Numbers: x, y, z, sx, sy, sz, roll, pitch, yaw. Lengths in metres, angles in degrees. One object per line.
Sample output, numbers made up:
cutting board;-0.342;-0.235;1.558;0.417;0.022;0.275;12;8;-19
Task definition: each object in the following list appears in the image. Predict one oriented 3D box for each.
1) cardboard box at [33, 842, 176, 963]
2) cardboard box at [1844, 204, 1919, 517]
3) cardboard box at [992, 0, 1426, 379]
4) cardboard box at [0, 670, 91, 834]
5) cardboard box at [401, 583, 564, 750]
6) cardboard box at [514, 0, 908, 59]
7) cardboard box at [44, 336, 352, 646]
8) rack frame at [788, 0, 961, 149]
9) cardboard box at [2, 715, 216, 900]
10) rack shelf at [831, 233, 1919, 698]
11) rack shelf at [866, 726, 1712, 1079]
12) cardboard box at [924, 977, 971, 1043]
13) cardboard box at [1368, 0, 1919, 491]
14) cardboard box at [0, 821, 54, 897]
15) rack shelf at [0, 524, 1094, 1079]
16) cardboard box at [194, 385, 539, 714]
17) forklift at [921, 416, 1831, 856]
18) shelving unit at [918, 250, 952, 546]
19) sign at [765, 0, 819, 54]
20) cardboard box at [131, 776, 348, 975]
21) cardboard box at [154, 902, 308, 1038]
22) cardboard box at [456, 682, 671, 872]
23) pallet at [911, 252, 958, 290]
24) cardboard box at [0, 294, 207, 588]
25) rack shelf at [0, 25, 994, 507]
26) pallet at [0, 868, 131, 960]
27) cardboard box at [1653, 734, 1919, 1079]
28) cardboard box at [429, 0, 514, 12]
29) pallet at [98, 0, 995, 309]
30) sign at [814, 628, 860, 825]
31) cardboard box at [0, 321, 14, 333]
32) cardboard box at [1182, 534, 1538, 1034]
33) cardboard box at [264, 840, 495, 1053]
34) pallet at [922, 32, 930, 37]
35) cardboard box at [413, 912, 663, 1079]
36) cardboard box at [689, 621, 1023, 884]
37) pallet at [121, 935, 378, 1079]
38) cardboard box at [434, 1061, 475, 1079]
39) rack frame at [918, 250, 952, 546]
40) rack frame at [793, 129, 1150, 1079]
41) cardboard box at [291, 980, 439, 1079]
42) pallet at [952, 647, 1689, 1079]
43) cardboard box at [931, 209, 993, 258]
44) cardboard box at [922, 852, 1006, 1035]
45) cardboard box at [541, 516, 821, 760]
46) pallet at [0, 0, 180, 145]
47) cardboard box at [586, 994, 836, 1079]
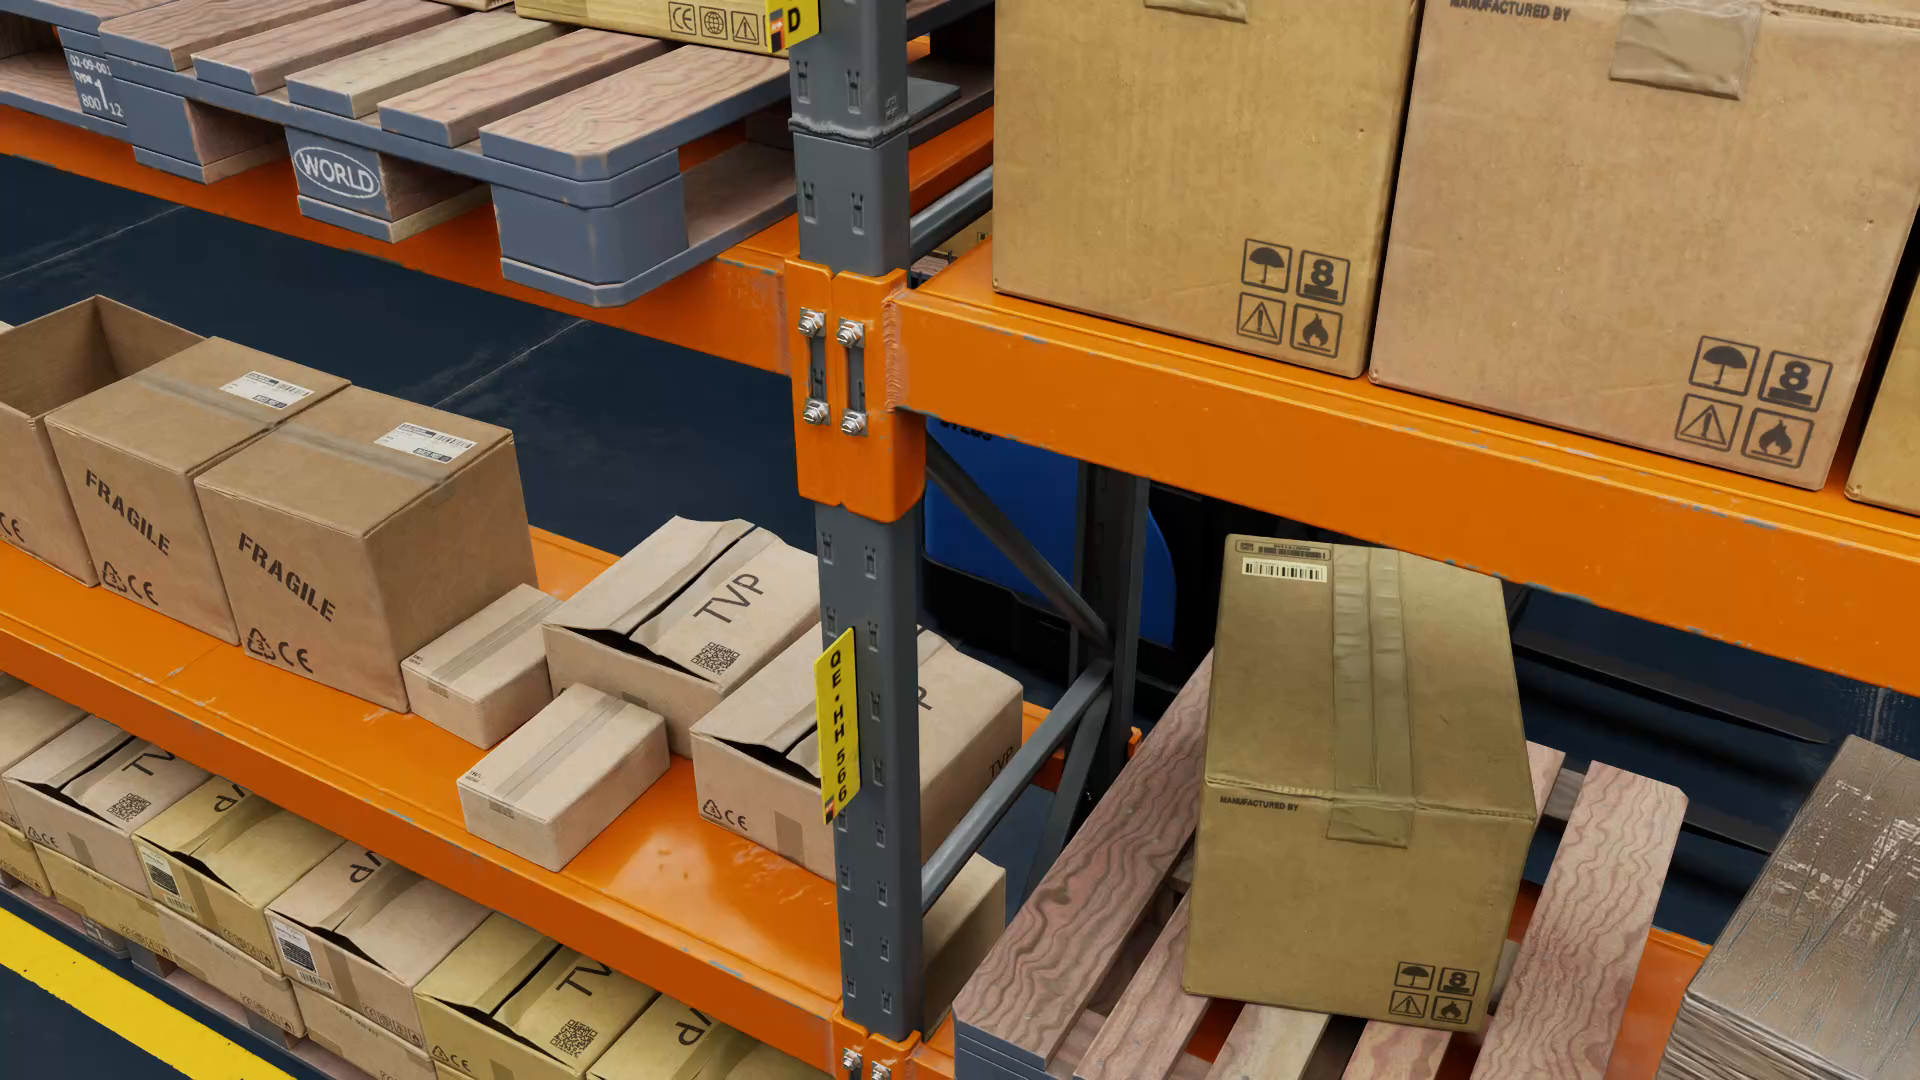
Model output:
cardboard box;-2.267;0.887;4.814;0.500;0.250;0.500;16;37;23
cardboard box;1.375;-0.399;1.846;0.500;0.500;0.910;18;37;24
cardboard box;0.480;-0.682;2.271;0.500;0.500;0.910;18;37;24
cardboard box;-2.721;0.515;4.867;0.500;0.311;0.500;17;37;24
cardboard box;-1.050;0.286;3.842;0.250;0.149;0.380;21;39;28
cardboard box;-0.337;-0.954;2.526;0.500;0.250;0.500;15;36;21
cardboard box;-1.837;-0.135;4.157;0.500;0.500;0.500;18;38;24
rack frame;0.085;-1.992;1.623;0.127;3.000;1.000;18;37;24
cardboard box;-2.271;0.656;4.654;0.500;0.311;0.500;16;37;23
rack shelf;1.821;0.106;1.828;4.000;0.370;1.077;18;37;24
rack shelf;1.821;1.354;2.659;4.000;0.370;1.077;18;37;24
cardboard box;-0.224;1.189;4.360;0.500;0.250;0.500;17;37;24
cardboard box;0.923;-0.542;2.060;0.500;0.500;0.910;18;37;24
cardboard box;-2.718;0.746;5.026;0.500;0.250;0.500;19;38;26
rack shelf;-1.652;0.254;4.311;4.000;0.370;1.077;18;37;24
cardboard box;-1.380;0.009;3.939;0.500;0.500;0.500;16;37;22
forklift;1.375;-0.700;5.157;3.031;2.935;1.130;20;38;27
shelving unit;-0.013;-0.503;6.423;0.189;1.200;0.258;18;37;24
sign;-0.198;-0.727;1.892;0.005;0.325;0.100;18;37;24
cardboard box;-1.817;0.796;4.444;0.500;0.311;0.500;19;38;26
cardboard box;-1.825;1.027;4.603;0.500;0.250;0.500;18;38;25
cardboard box;-0.833;0.495;3.527;0.250;0.149;0.380;18;37;24
pallet;-0.257;-1.606;8.972;1.213;0.211;1.003;18;37;24
cardboard box;-2.272;-0.273;4.364;0.500;0.500;0.500;20;39;28
rack shelf;-1.652;-0.995;3.480;4.000;0.370;1.077;18;37;24
pallet;-2.729;0.749;5.435;1.213;0.211;1.003;18;37;24
cardboard box;1.387;0.751;2.448;0.500;0.500;0.700;25;41;33
cardboard box;-0.801;-1.089;2.730;0.500;0.250;0.500;19;38;26
pallet;-0.549;-0.809;2.723;1.003;0.211;1.213;19;38;27
sign;-0.188;0.291;2.563;0.005;0.325;0.100;18;37;24
cardboard box;-2.939;-0.419;4.808;0.500;0.250;0.500;20;39;27
cardboard box;0.687;0.407;2.963;0.500;0.500;0.700;6;34;9
cardboard box;-1.383;0.935;4.235;0.500;0.311;0.500;17;37;24
pallet;-0.342;-2.620;8.152;1.213;0.211;1.003;18;37;24
cardboard box;-0.947;1.076;4.025;0.500;0.311;0.500;17;37;24
cardboard box;-0.209;0.421;3.492;0.500;0.311;0.500;20;39;27
pallet;-1.666;1.084;4.932;1.213;0.211;1.003;18;37;24
cardboard box;-0.942;1.307;4.183;0.500;0.250;0.500;17;37;24
rack frame;-0.092;-0.529;6.461;0.006;1.200;0.240;18;37;24
rack frame;0.085;0.505;3.286;0.127;3.000;1.000;18;37;24
cardboard box;-1.377;1.167;4.393;0.500;0.250;0.500;18;38;25
pallet;0.708;0.737;3.110;1.003;0.211;1.213;18;37;24
cardboard box;0.187;-1.811;8.621;0.500;0.500;0.700;17;37;23
cardboard box;-0.224;0.955;4.205;0.500;0.311;0.500;19;38;26
cardboard box;-0.596;0.203;3.820;0.500;0.311;0.500;17;37;24
pallet;-1.521;-1.115;3.182;1.213;0.211;1.003;19;38;27
cardboard box;-0.492;1.215;3.815;0.500;0.311;0.500;19;38;26
